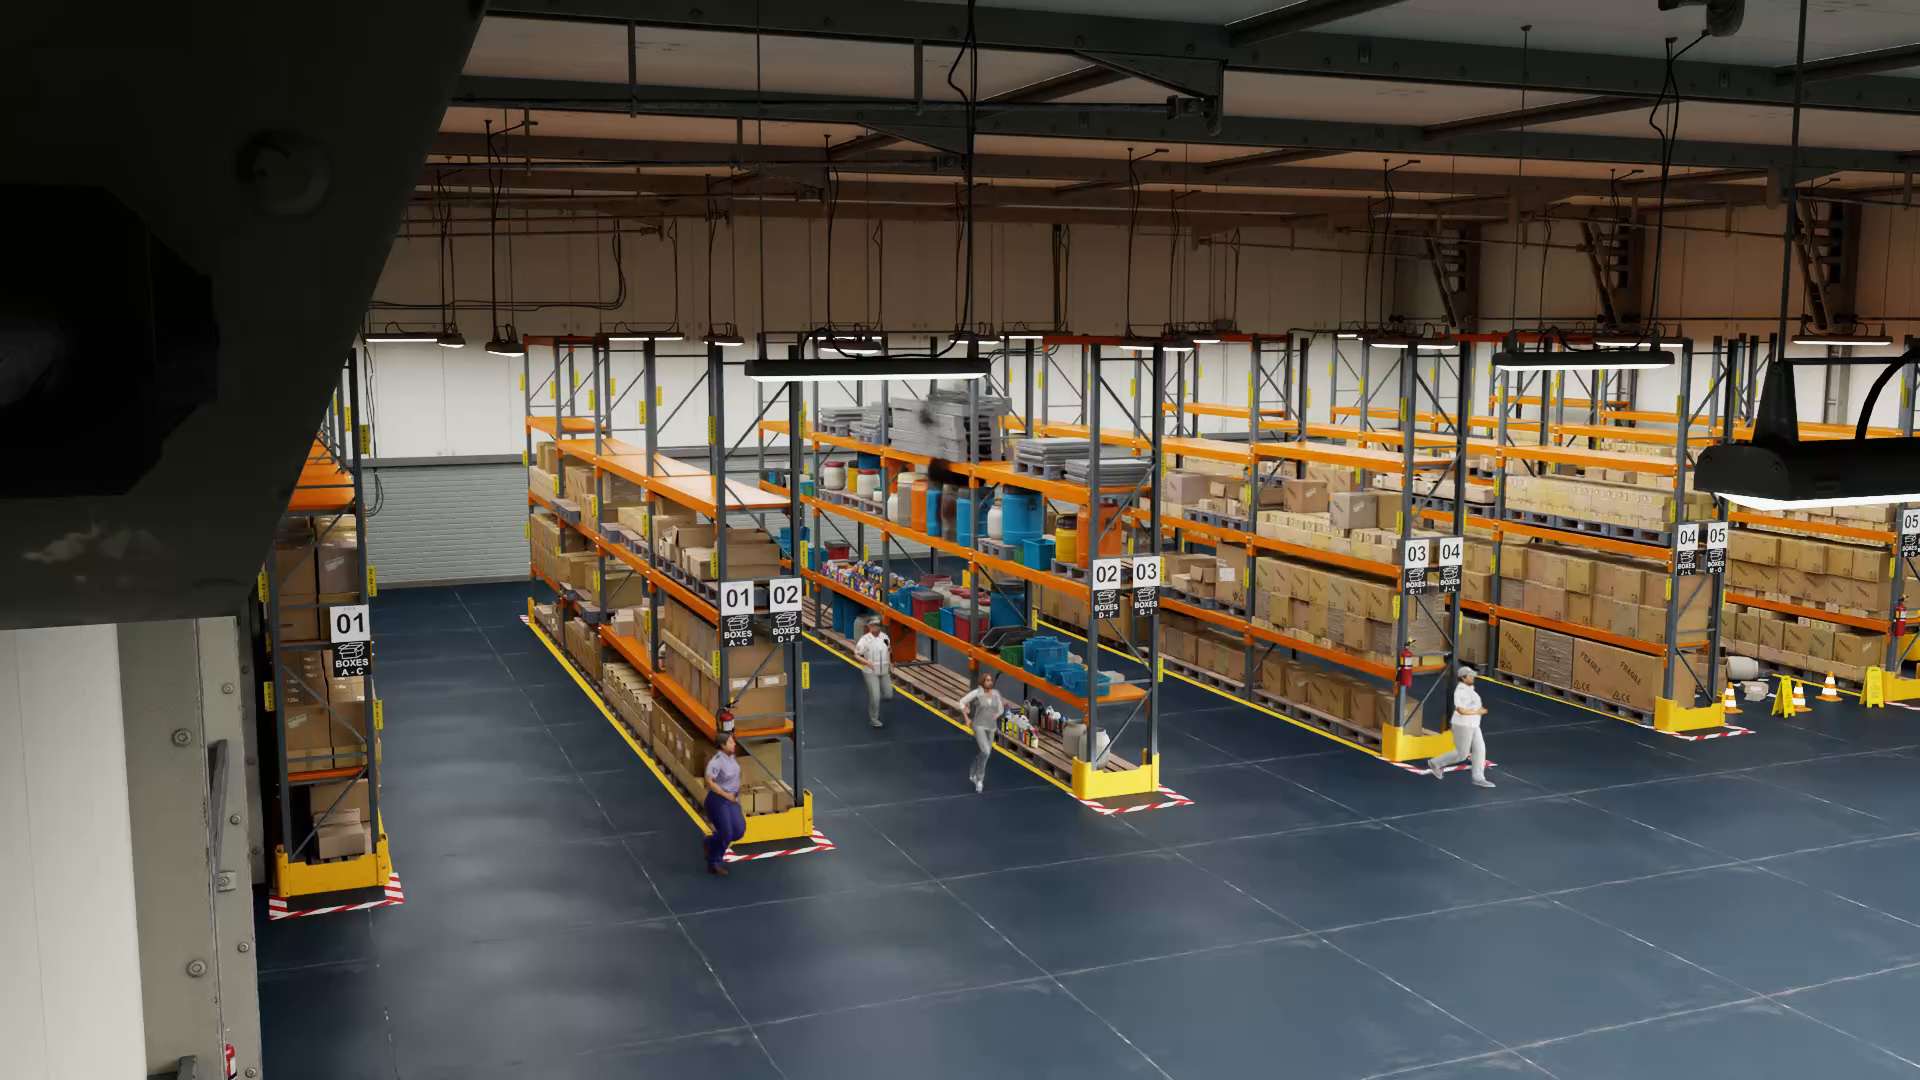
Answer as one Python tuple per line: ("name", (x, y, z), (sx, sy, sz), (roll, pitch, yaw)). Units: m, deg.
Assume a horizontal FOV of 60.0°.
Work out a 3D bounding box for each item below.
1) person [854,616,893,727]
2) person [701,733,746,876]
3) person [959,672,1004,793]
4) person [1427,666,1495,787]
("person", (-1.301, 2.033, 25.899), (0.659, 1.732, 0.600), (-4, 9, -29))
("person", (-2.715, 3.017, 19.192), (0.495, 1.590, 0.696), (3, 8, 19))
("person", (0.317, 2.580, 22.460), (0.547, 1.616, 0.615), (-5, 9, -31))
("person", (6.837, 2.519, 22.572), (0.878, 1.639, 0.618), (4, 9, 29))
